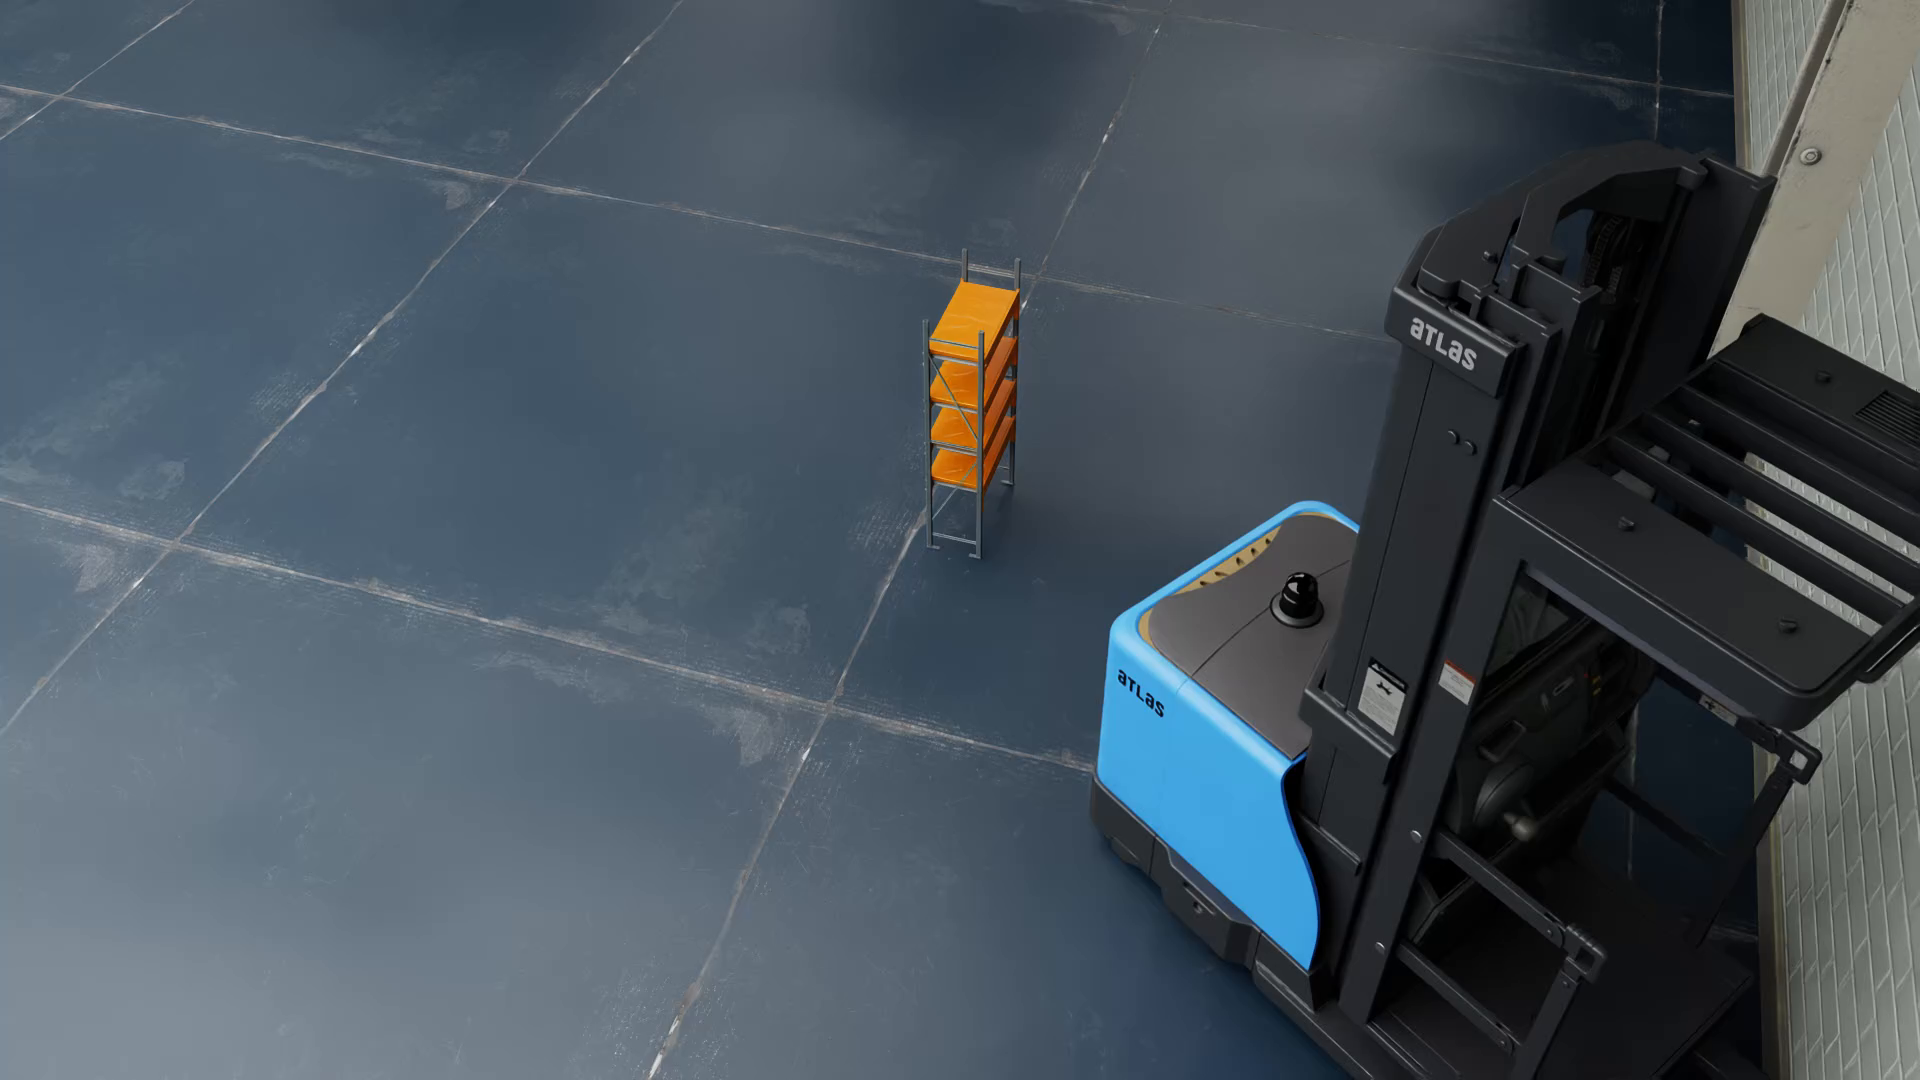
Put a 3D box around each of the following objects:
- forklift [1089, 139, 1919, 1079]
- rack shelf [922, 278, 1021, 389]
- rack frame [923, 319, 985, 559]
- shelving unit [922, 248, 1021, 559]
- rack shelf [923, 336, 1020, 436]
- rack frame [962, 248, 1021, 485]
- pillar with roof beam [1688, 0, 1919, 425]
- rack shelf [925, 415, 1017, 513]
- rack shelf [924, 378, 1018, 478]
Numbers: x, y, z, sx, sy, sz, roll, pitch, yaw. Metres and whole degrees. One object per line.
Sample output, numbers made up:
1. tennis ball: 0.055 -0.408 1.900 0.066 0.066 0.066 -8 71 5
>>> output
1. forklift: 1.792 0.567 4.474 1.130 2.935 3.031 -30 52 -27
2. rack shelf: 0.050 -0.820 6.567 0.258 0.148 0.480 13 46 13
3. rack frame: -0.024 -0.377 6.676 0.240 1.200 0.015 13 46 13
4. shelving unit: 0.050 -0.539 6.842 0.258 1.200 0.503 13 46 13
5. rack shelf: 0.050 -0.651 6.733 0.258 0.148 0.480 13 46 13
6. rack frame: 0.124 -0.702 7.008 0.240 1.200 0.015 13 46 13
7. pillar with roof beam: -0.545 -4.778 5.598 9.100 9.000 0.400 13 46 13
8. rack shelf: 0.050 -0.349 7.028 0.258 0.148 0.480 13 46 13
9. rack shelf: 0.050 -0.491 6.889 0.258 0.148 0.480 13 46 13
